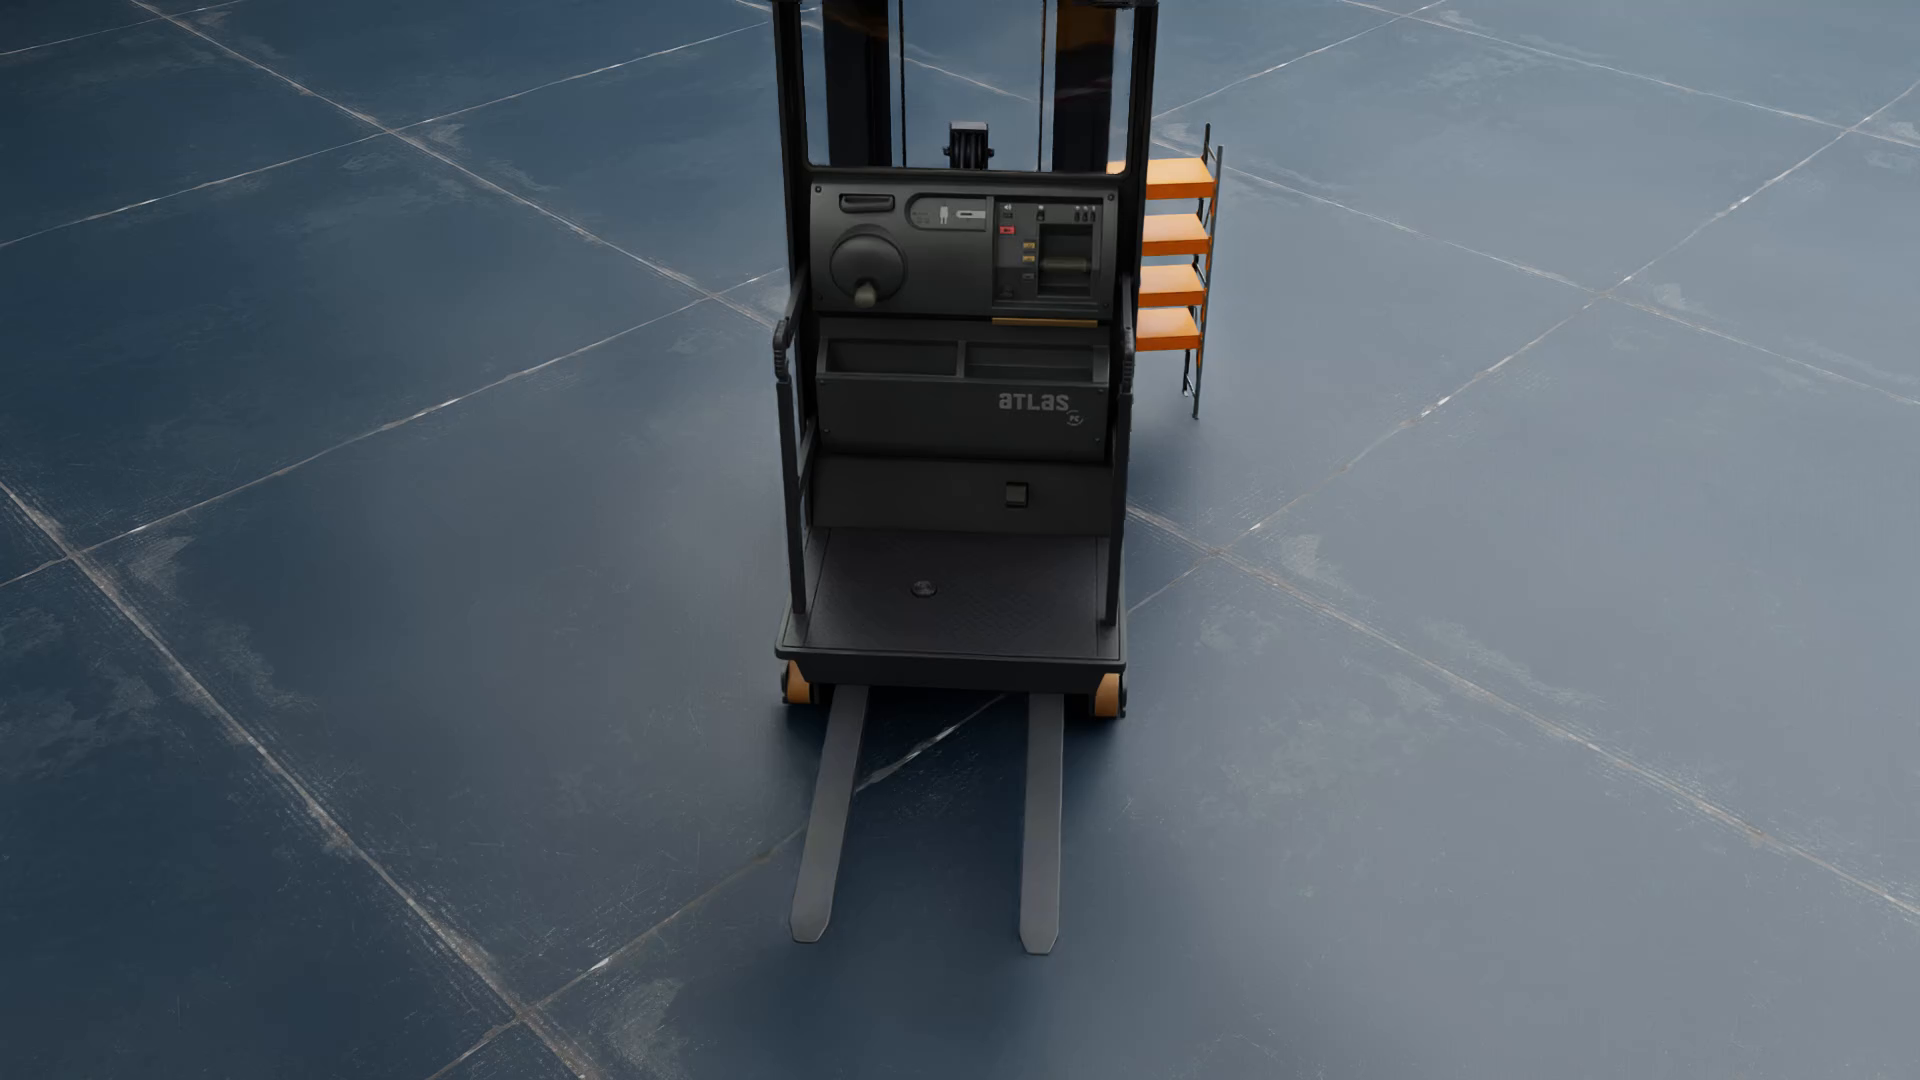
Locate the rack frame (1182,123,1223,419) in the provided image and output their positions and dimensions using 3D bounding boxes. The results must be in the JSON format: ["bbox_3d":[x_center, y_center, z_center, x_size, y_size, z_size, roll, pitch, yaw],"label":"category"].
[{"bbox_3d":[0.977,-1.068,6.732,0.015,1.200,0.240,-3,35,-4],"label":"rack frame"}]

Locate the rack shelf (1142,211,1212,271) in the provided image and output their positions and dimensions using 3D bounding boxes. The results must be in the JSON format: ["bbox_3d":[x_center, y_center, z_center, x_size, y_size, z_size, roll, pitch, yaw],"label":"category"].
[{"bbox_3d":[0.734,-1.183,6.624,0.480,0.148,0.258,-3,35,-4],"label":"rack shelf"}]

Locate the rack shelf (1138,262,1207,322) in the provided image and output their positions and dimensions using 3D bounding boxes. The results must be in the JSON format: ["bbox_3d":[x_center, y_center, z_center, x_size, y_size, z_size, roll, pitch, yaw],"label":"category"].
[{"bbox_3d":[0.734,-0.999,6.752,0.480,0.148,0.258,-3,35,-4],"label":"rack shelf"}]

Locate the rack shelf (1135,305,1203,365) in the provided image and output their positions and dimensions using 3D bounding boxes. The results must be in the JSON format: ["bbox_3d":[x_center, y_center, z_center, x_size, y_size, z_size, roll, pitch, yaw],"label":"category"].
[{"bbox_3d":[0.734,-0.836,6.865,0.480,0.148,0.258,-3,35,-4],"label":"rack shelf"}]

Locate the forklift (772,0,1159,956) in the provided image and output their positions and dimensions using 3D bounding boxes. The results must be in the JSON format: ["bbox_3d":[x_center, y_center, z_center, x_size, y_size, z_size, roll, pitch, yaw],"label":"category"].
[{"bbox_3d":[-0.002,-0.820,4.863,1.130,2.935,3.031,2,35,3],"label":"forklift"}]

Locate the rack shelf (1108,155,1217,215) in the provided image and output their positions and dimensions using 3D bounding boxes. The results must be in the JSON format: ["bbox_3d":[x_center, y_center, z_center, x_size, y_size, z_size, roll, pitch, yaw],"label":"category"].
[{"bbox_3d":[0.734,-1.377,6.488,0.480,0.148,0.258,-3,35,-4],"label":"rack shelf"}]

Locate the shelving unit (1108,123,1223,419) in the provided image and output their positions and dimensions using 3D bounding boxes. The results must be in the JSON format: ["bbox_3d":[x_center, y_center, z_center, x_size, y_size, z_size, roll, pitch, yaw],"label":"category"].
[{"bbox_3d":[0.734,-1.054,6.713,0.503,1.200,0.258,-3,35,-4],"label":"shelving unit"}]
